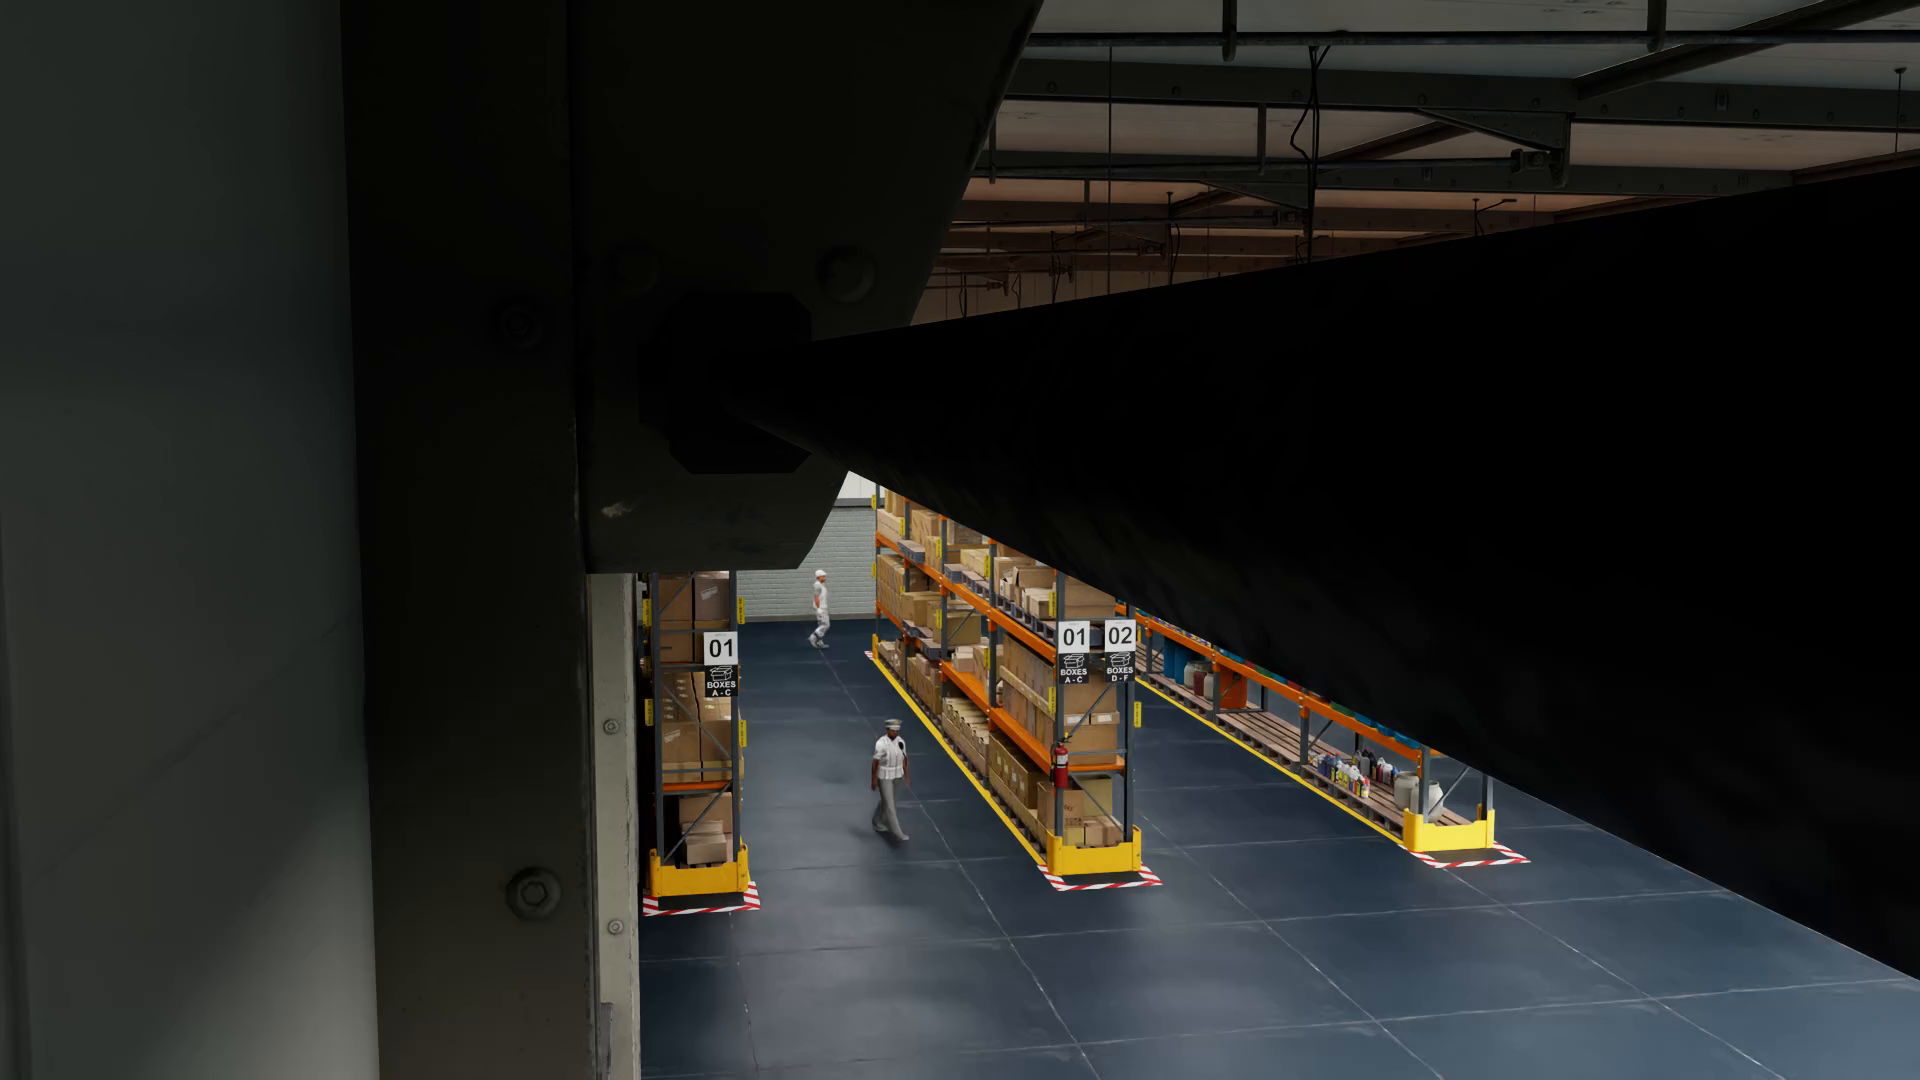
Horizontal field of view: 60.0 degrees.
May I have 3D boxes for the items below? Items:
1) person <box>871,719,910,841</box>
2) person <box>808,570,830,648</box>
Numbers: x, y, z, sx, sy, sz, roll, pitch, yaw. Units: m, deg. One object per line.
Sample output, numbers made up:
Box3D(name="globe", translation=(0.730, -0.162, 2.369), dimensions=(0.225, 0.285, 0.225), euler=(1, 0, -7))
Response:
Box3D(name="person", translation=(-0.910, 3.206, 22.405), dimensions=(0.477, 1.609, 1.047), euler=(-5, 8, -43))
Box3D(name="person", translation=(-3.201, 1.568, 37.576), dimensions=(0.500, 1.790, 0.581), euler=(-1, 6, -9))
